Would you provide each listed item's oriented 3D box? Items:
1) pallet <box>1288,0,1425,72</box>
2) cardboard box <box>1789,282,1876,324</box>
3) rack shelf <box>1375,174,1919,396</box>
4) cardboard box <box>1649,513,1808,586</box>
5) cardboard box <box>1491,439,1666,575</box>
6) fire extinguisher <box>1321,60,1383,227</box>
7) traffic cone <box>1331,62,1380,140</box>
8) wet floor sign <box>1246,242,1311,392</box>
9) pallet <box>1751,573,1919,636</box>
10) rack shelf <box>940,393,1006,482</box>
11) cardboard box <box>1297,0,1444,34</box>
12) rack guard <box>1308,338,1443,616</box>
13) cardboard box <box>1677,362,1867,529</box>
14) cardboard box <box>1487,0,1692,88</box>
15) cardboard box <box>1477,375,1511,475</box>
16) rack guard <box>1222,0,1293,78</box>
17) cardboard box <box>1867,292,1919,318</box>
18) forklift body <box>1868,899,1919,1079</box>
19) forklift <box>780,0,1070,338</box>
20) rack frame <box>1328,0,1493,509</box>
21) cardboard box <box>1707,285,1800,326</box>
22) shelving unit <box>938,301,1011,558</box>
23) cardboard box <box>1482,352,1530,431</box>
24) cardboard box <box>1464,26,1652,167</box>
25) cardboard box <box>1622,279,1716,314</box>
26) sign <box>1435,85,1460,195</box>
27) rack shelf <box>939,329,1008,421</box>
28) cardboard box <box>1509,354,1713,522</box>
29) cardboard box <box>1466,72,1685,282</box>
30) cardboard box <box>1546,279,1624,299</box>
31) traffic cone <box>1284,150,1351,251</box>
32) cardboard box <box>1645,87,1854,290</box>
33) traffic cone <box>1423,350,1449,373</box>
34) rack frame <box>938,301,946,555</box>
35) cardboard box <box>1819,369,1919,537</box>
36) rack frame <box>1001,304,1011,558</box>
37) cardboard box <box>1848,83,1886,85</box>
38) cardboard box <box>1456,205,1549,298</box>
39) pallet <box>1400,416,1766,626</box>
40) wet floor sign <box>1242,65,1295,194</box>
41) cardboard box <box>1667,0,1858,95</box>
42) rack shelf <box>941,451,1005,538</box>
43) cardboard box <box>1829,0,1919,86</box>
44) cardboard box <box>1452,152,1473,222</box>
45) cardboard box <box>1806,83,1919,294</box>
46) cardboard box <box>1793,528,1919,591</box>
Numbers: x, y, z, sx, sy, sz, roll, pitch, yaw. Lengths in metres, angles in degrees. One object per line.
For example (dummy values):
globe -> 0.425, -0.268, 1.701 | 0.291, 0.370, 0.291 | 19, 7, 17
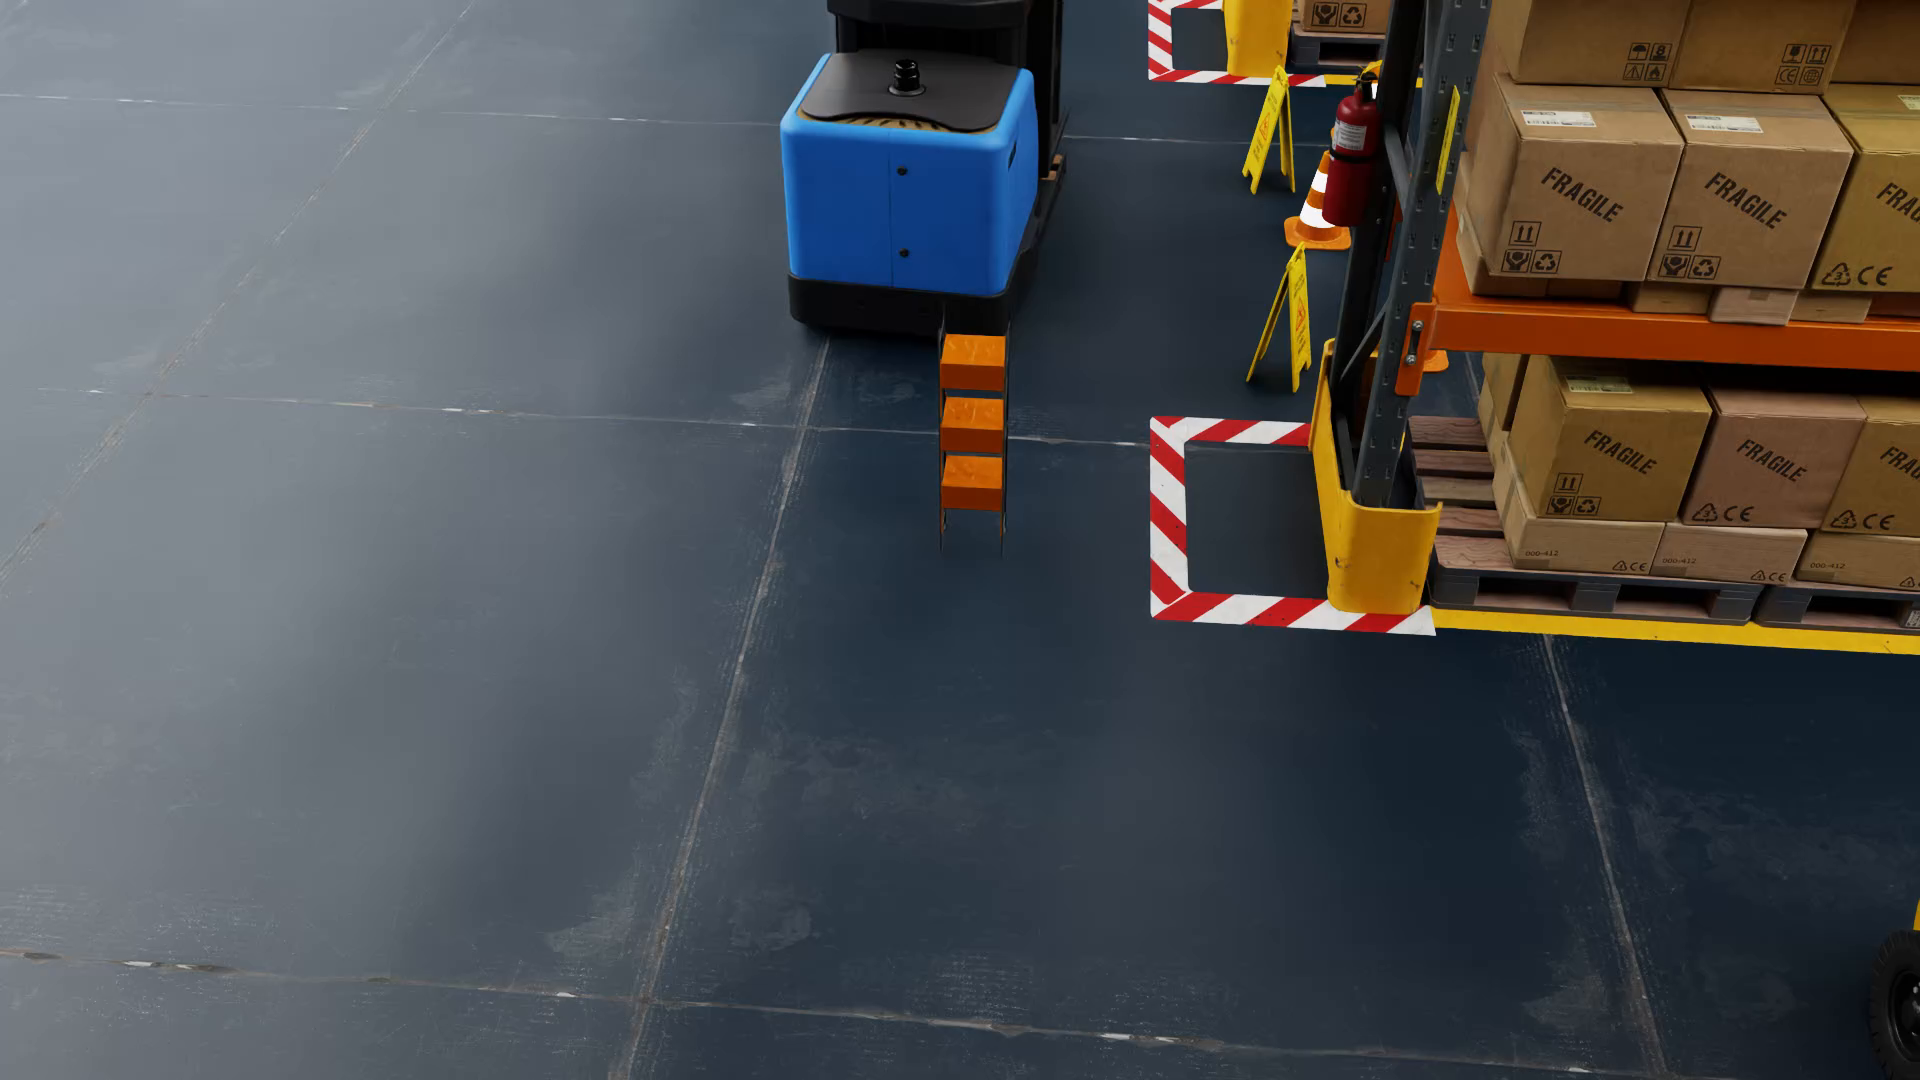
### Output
pallet -> 2.697, -3.295, 10.602 | 1.213, 0.211, 1.003 | 3, 39, 4
cardboard box -> 2.908, -0.900, 5.650 | 0.250, 0.149, 0.380 | 4, 39, 5
rack shelf -> 3.560, -0.864, 5.977 | 4.000, 0.370, 1.077 | 3, 39, 4
cardboard box -> 2.855, -0.098, 6.312 | 0.500, 0.250, 0.500 | 4, 39, 5
cardboard box -> 2.347, -0.131, 6.352 | 0.500, 0.250, 0.500 | 3, 39, 3
fire extinguisher -> 1.493, -1.518, 6.272 | 0.183, 0.674, 0.296 | 3, 39, 4
traffic cone -> 2.301, -2.465, 9.383 | 0.334, 0.463, 0.336 | 3, 39, 4
wet floor sign -> 1.471, -1.023, 7.466 | 0.232, 0.644, 0.267 | 16, 42, 19
pallet -> 3.662, -0.032, 6.594 | 1.213, 0.211, 1.003 | 3, 39, 4
rack shelf -> 0.053, -0.396, 6.393 | 0.240, 0.259, 0.215 | 3, 39, 4
cardboard box -> 2.575, -3.715, 10.259 | 0.875, 0.875, 0.875 | 3, 39, 4
rack guard -> 1.643, -0.279, 6.668 | 0.348, 0.500, 1.175 | 3, 39, 4
cardboard box -> 2.892, -0.395, 6.082 | 0.500, 0.500, 0.500 | 2, 39, 2
cardboard box -> 2.095, -1.904, 5.577 | 0.500, 0.500, 0.700 | 2, 39, 3
cardboard box -> 2.420, -0.473, 6.771 | 0.500, 0.250, 0.500 | 3, 39, 4
rack guard -> 1.870, -3.403, 10.506 | 0.348, 0.500, 1.175 | 3, 39, 4
cardboard box -> 3.176, -0.924, 5.679 | 0.250, 0.149, 0.380 | 4, 39, 5
forklift body -> 3.190, 1.155, 3.599 | 1.214, 2.155, 2.313 | 3, 39, 4
forklift -> -0.024, -2.990, 8.073 | 1.130, 2.935, 3.031 | 7, 40, 8
rack frame -> 1.568, -1.252, 5.884 | 0.127, 3.000, 1.000 | 3, 39, 4
cardboard box -> 2.647, -0.893, 5.642 | 0.250, 0.149, 0.380 | 4, 39, 5
shelving unit -> 0.053, -0.404, 6.386 | 0.252, 1.050, 0.215 | 3, 39, 4
cardboard box -> 2.388, -0.760, 6.530 | 0.500, 0.500, 0.500 | 3, 39, 4
cardboard box -> 2.132, -1.550, 5.935 | 0.500, 0.500, 0.500 | 2, 39, 3
cardboard box -> 2.398, -0.936, 5.694 | 0.250, 0.149, 0.380 | 2, 39, 2
sign -> 1.521, -1.247, 5.191 | 0.005, 0.325, 0.100 | 3, 39, 4
rack shelf -> 0.053, -0.616, 6.214 | 0.240, 0.259, 0.215 | 3, 39, 4
cardboard box -> 2.371, -0.421, 6.114 | 0.500, 0.500, 0.500 | 2, 39, 2
cardboard box -> 2.016, -1.206, 5.512 | 0.500, 0.500, 0.500 | 3, 39, 3
cardboard box -> 2.141, -1.002, 5.775 | 0.250, 0.149, 0.380 | 4, 39, 5
traffic cone -> 1.864, -1.773, 8.533 | 0.334, 0.463, 0.336 | 3, 39, 4
cardboard box -> 2.532, -1.180, 5.480 | 0.500, 0.500, 0.500 | 4, 39, 5
traffic cone -> 2.107, -1.056, 7.653 | 0.334, 0.463, 0.336 | 3, 39, 4
rack frame -> -0.068, -0.411, 6.394 | 0.008, 1.050, 0.200 | 3, 39, 4
cardboard box -> 3.392, -0.363, 6.042 | 0.500, 0.500, 0.500 | 4, 39, 5
rack frame -> 0.175, -0.398, 6.378 | 0.008, 1.050, 0.200 | 3, 39, 4
cardboard box -> 3.129, -1.491, 5.862 | 0.500, 0.500, 0.500 | 3, 39, 4
cardboard box -> 1.888, -1.006, 5.780 | 0.250, 0.149, 0.380 | 3, 39, 4
pallet -> 2.450, -0.100, 6.677 | 1.213, 0.211, 1.003 | 3, 39, 4
wet floor sign -> 1.694, -2.214, 8.931 | 0.232, 0.644, 0.267 | -3, 39, -4
cardboard box -> 2.599, -1.872, 5.537 | 0.500, 0.500, 0.700 | 3, 39, 4
rack shelf -> 0.053, -0.180, 6.568 | 0.240, 0.259, 0.215 | 3, 39, 4
cardboard box -> 3.116, -1.908, 5.583 | 0.500, 0.500, 0.700 | 3, 39, 3
cardboard box -> 1.959, -1.269, 6.103 | 0.250, 0.149, 0.380 | 4, 39, 5
cardboard box -> 3.040, -1.153, 5.447 | 0.500, 0.500, 0.500 | 2, 39, 3
cardboard box -> 3.400, -0.077, 6.285 | 0.500, 0.250, 0.500 | 6, 39, 7
